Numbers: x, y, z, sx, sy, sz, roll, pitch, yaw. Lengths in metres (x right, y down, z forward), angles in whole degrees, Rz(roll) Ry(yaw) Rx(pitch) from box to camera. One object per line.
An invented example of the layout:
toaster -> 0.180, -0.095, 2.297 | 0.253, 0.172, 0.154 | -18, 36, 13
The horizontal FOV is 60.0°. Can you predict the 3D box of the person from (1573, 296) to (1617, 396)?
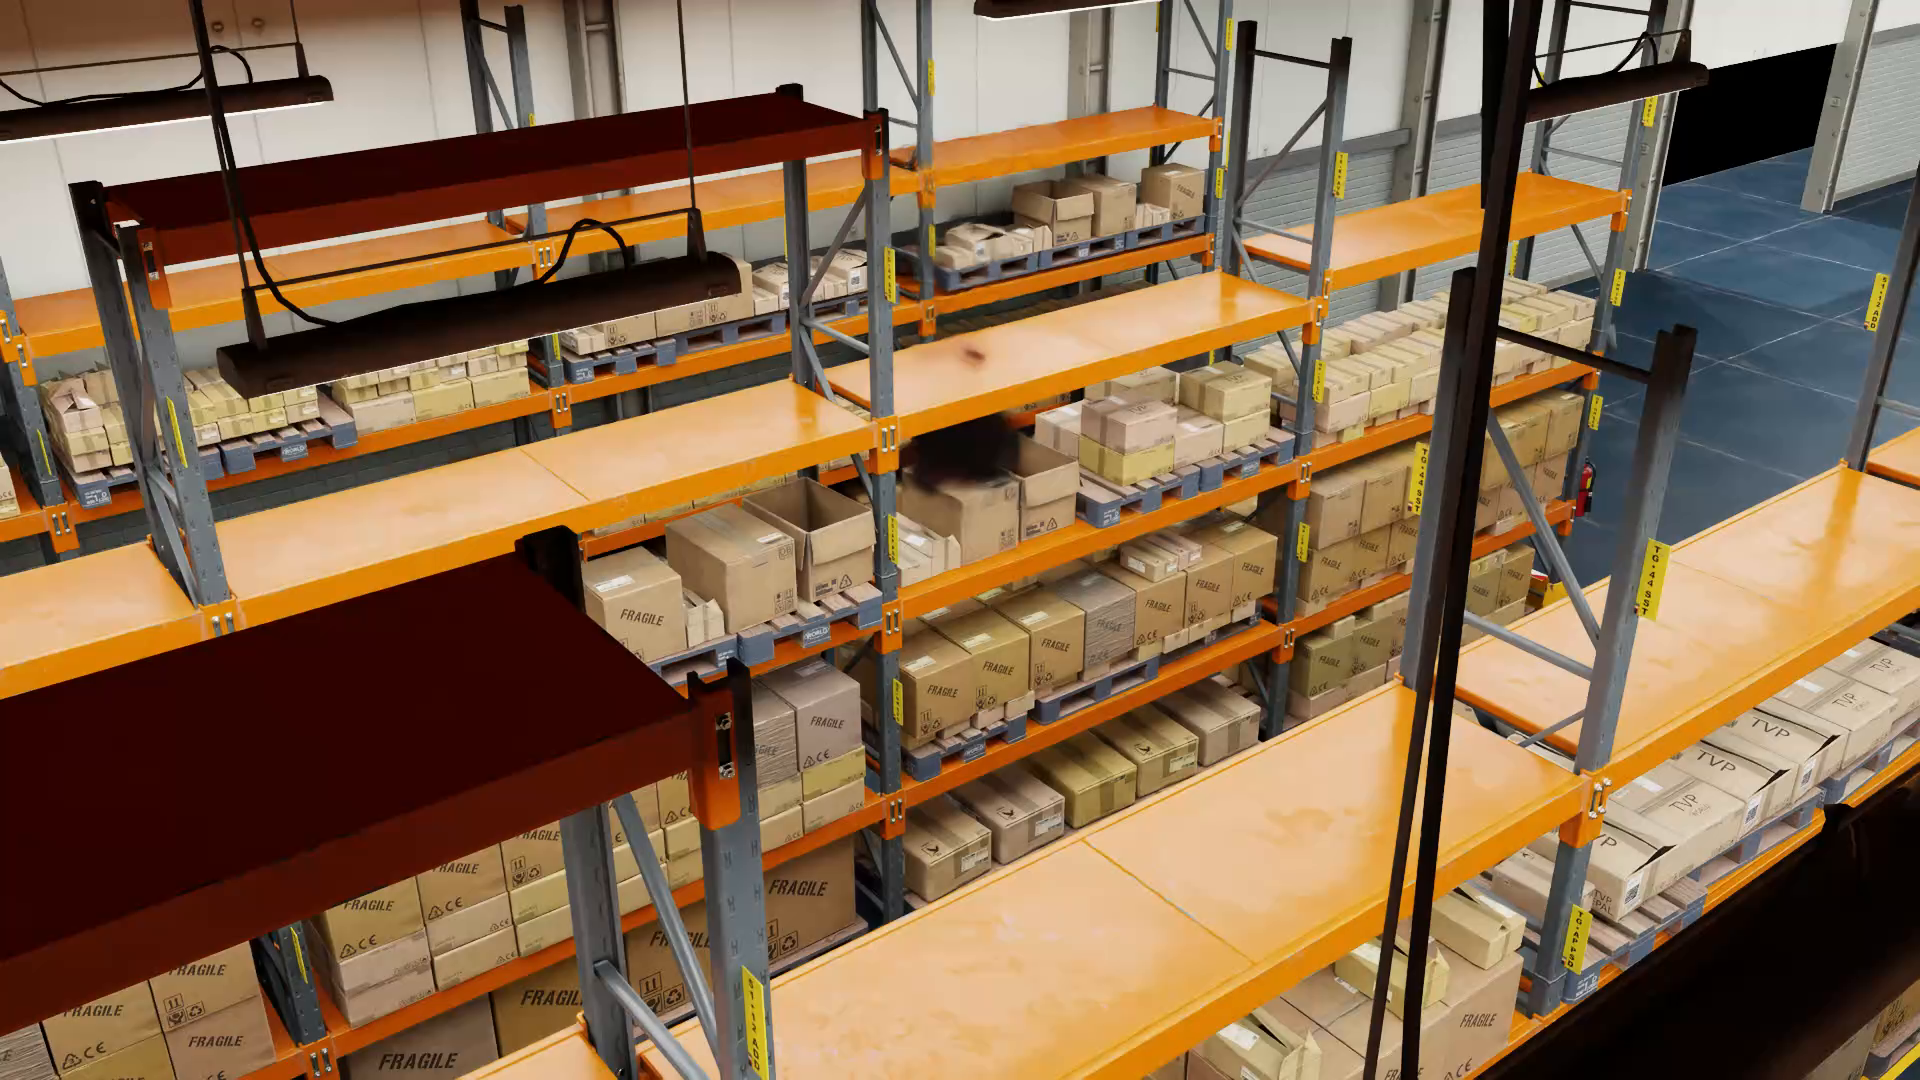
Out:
person -> 7.712, -2.162, 20.587 | 0.680, 1.731, 0.823 | 21, 33, 37
